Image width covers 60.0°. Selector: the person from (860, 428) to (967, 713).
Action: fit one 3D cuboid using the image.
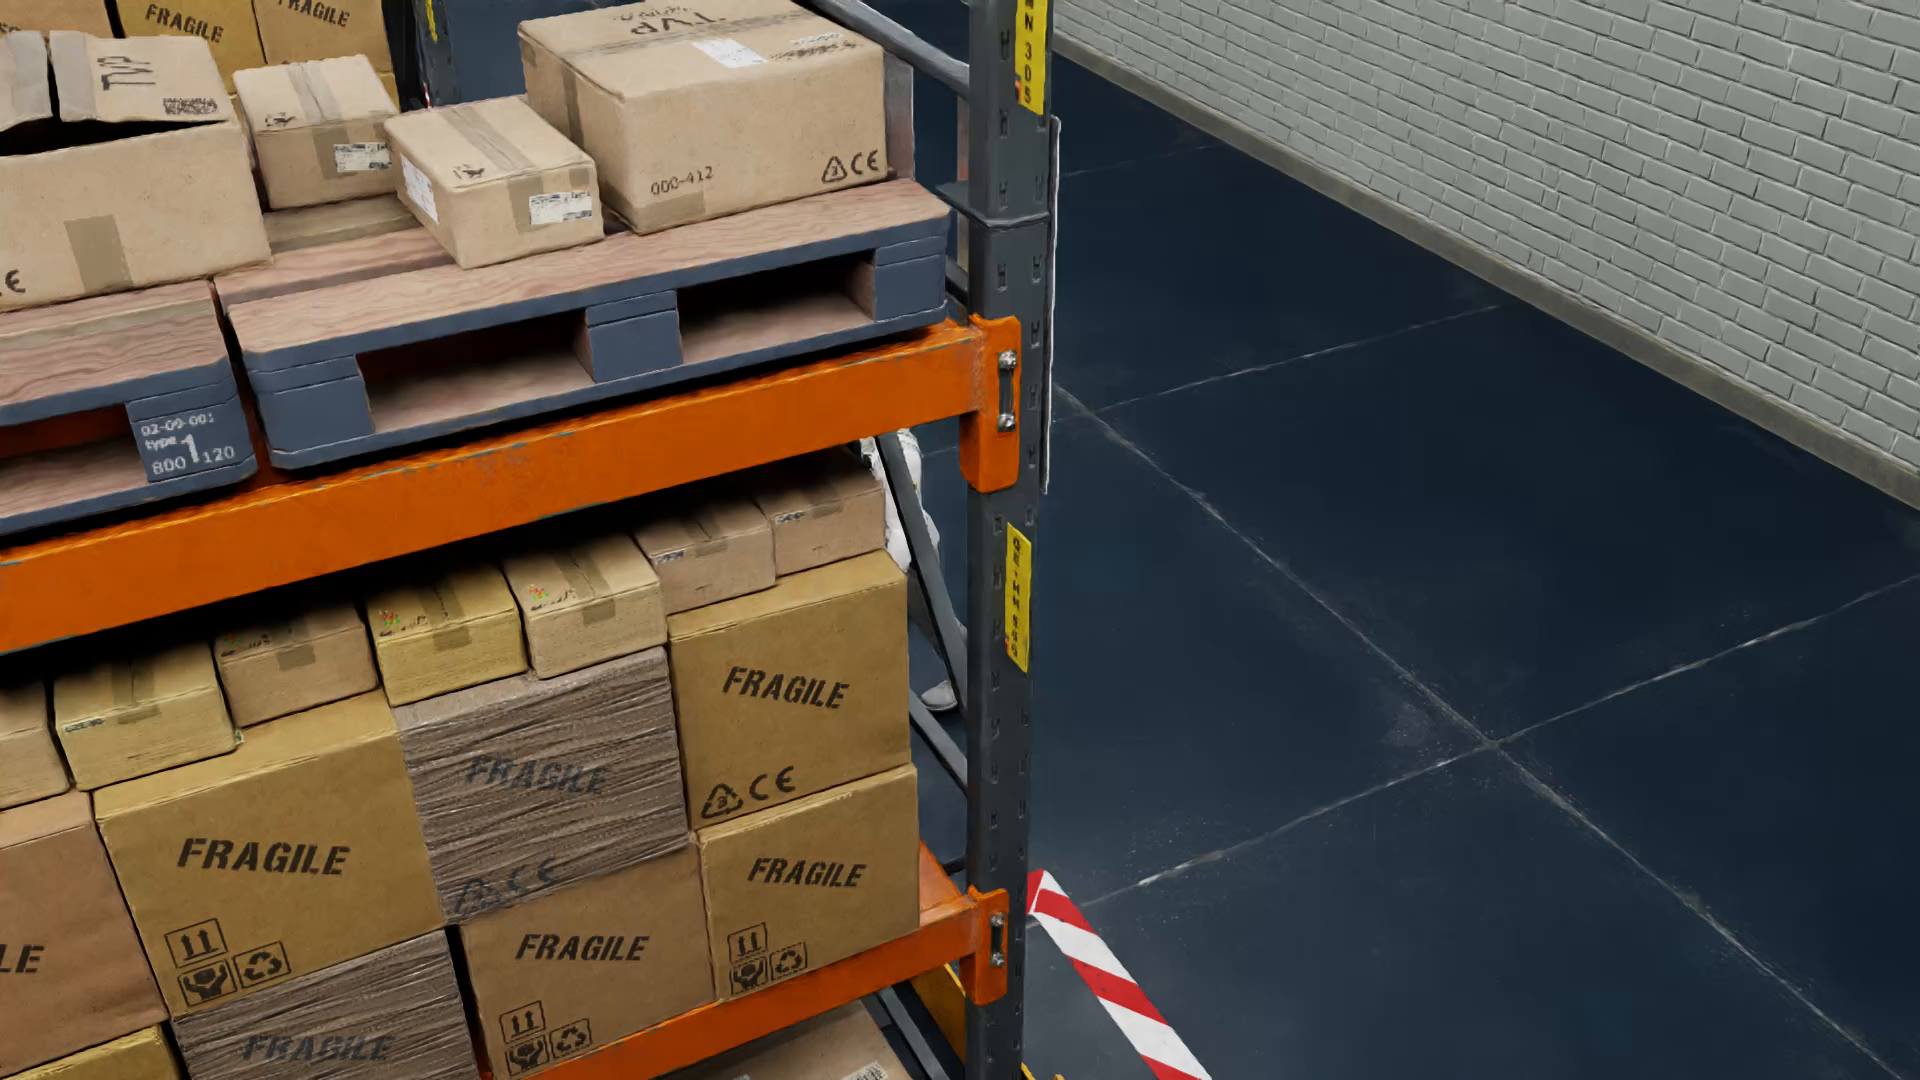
[{"bbox_3d":[-0.304,0.058,6.041,0.934,1.625,0.505,-21,39,-28],"label":"person"}]
